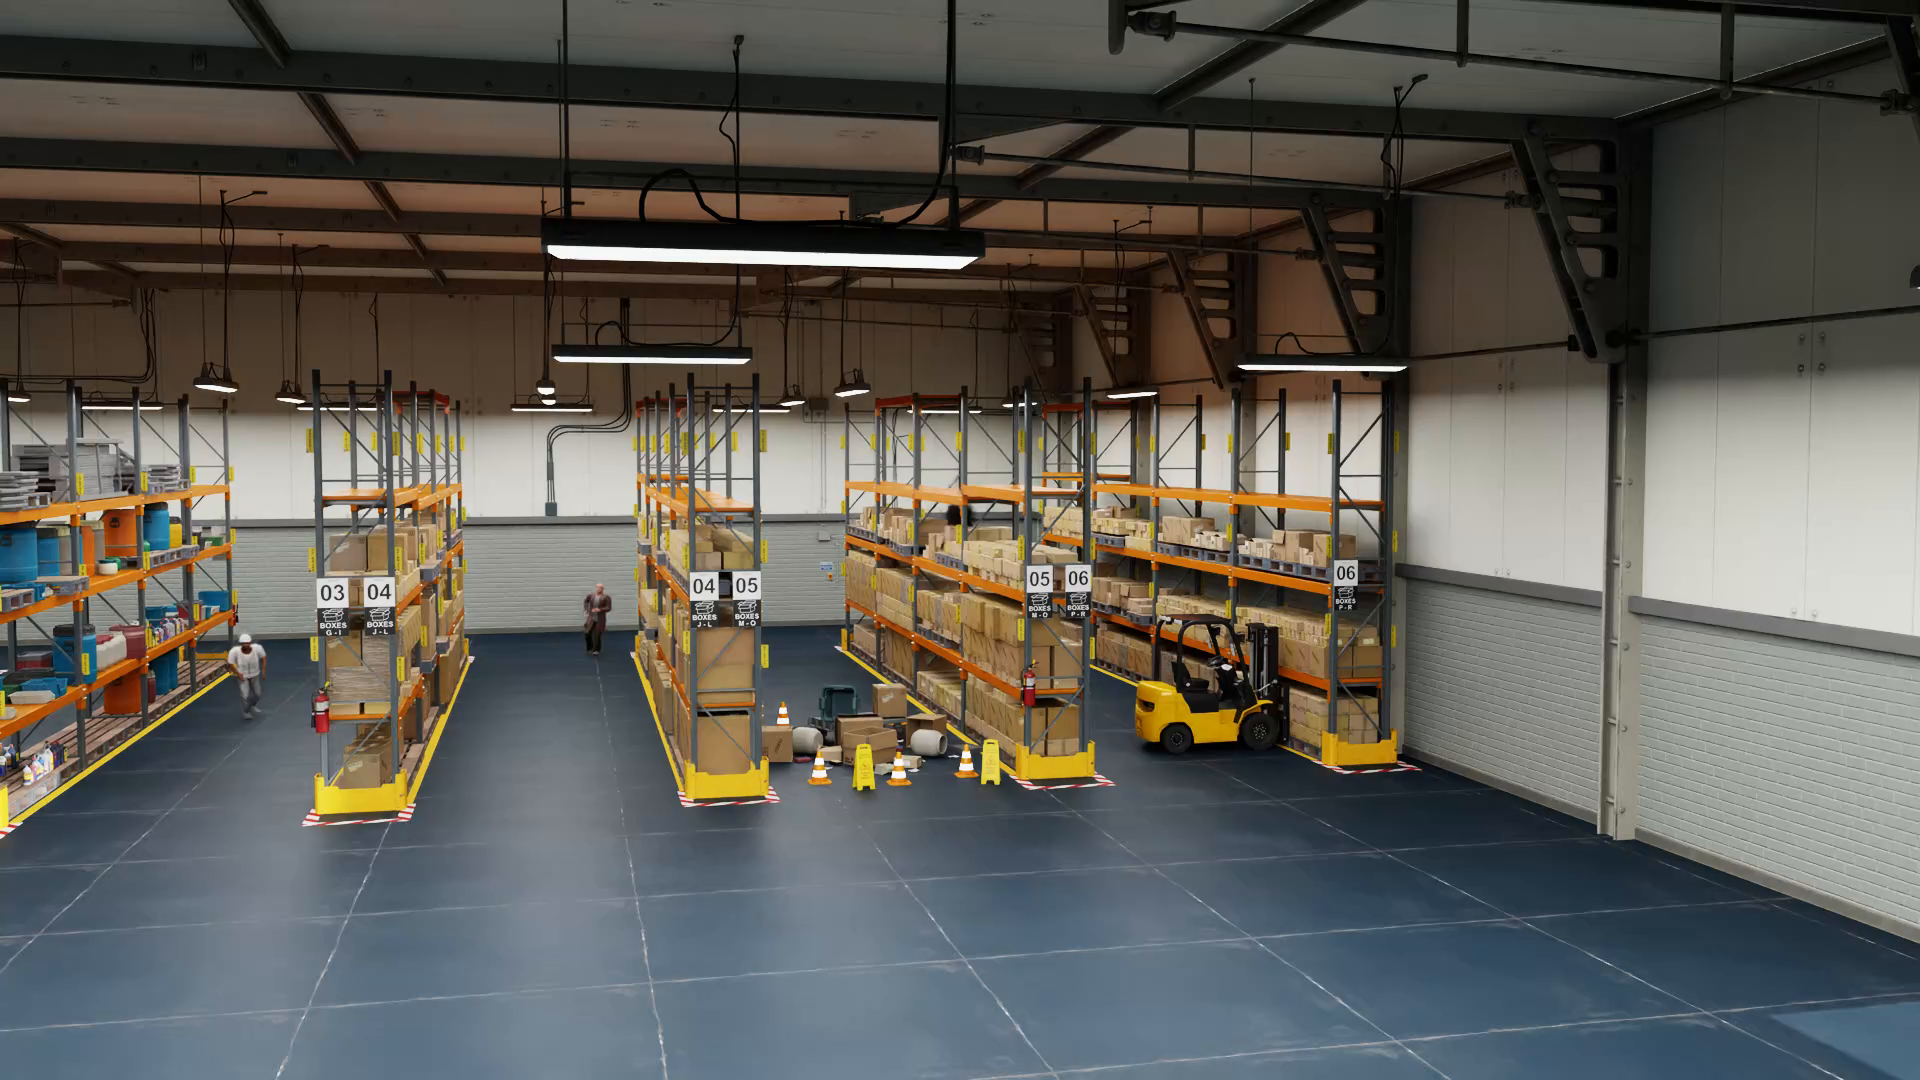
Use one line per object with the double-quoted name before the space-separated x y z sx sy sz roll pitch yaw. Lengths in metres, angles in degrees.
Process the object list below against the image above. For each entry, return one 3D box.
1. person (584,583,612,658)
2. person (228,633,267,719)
"person" -8.509 1.891 38.965 0.710 1.770 0.697 0 3 2
"person" -12.912 2.458 30.115 0.673 1.597 0.917 -2 4 -36
